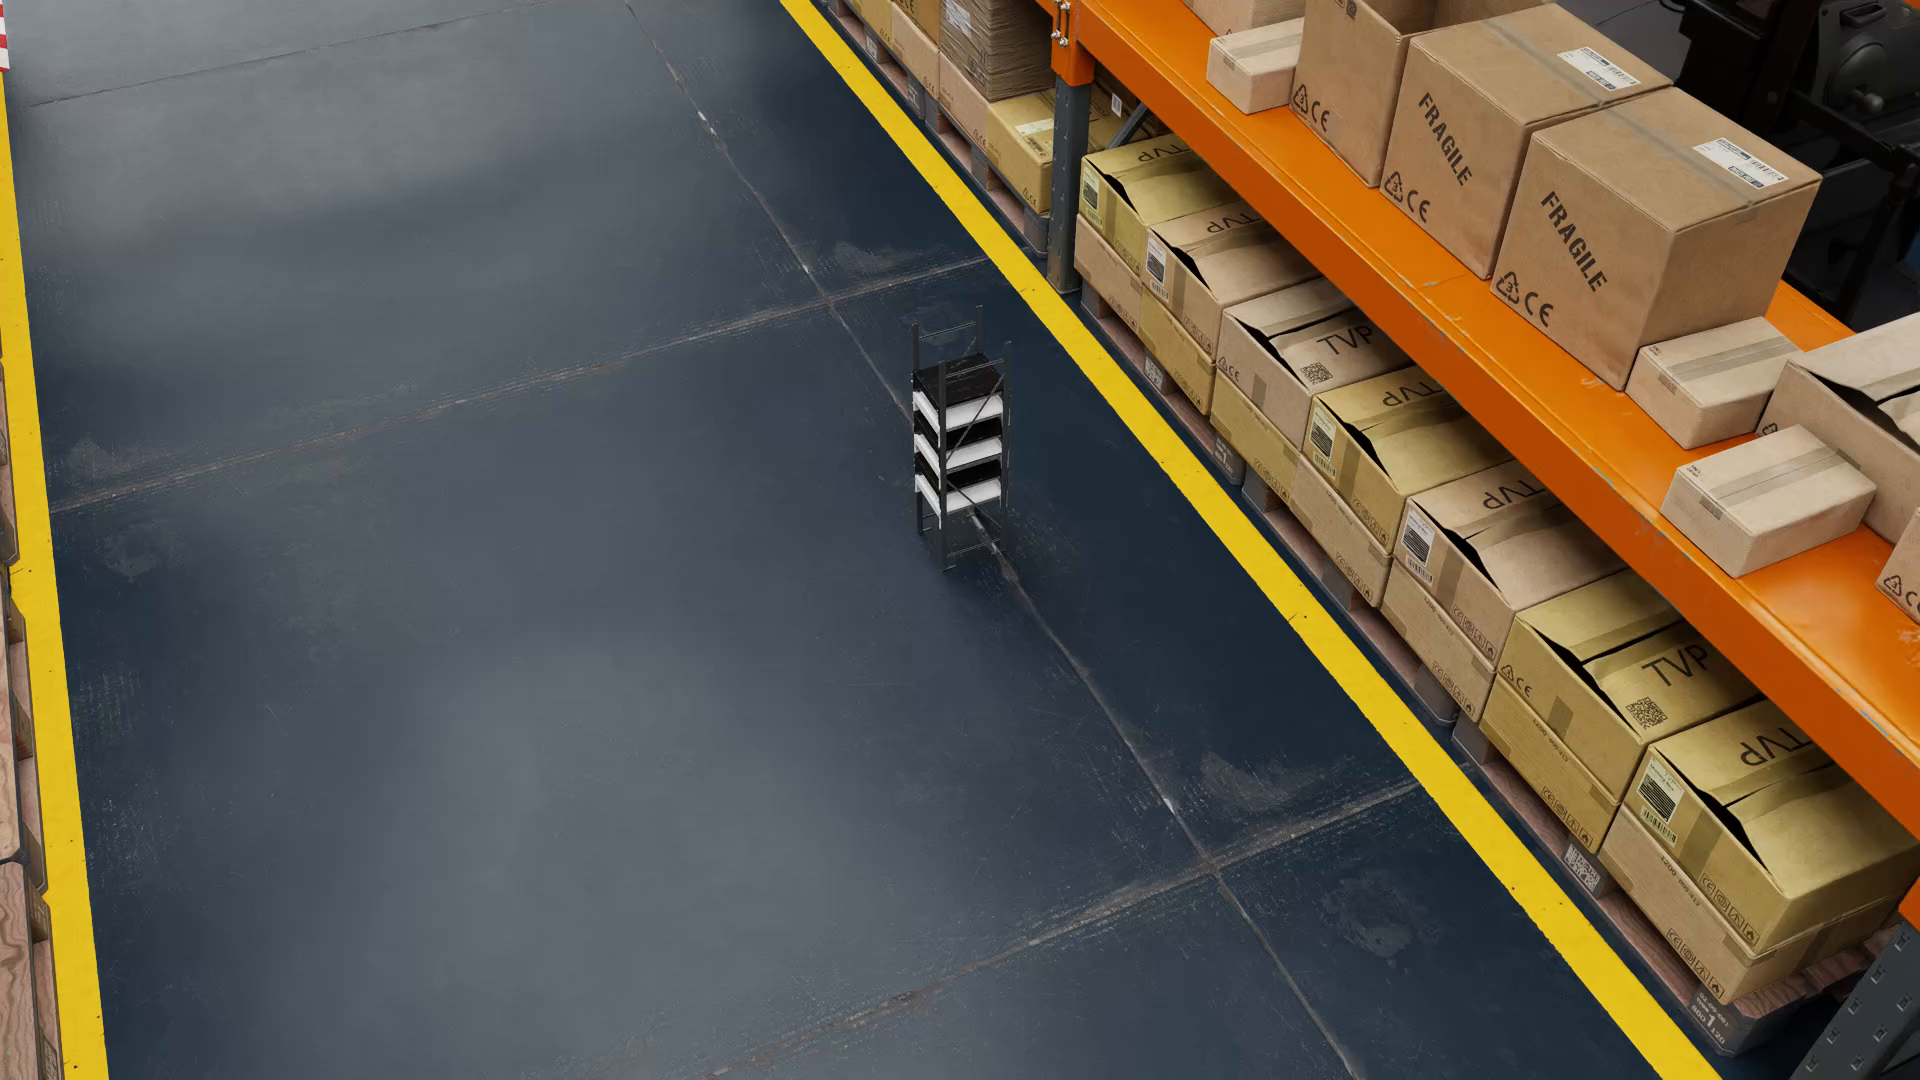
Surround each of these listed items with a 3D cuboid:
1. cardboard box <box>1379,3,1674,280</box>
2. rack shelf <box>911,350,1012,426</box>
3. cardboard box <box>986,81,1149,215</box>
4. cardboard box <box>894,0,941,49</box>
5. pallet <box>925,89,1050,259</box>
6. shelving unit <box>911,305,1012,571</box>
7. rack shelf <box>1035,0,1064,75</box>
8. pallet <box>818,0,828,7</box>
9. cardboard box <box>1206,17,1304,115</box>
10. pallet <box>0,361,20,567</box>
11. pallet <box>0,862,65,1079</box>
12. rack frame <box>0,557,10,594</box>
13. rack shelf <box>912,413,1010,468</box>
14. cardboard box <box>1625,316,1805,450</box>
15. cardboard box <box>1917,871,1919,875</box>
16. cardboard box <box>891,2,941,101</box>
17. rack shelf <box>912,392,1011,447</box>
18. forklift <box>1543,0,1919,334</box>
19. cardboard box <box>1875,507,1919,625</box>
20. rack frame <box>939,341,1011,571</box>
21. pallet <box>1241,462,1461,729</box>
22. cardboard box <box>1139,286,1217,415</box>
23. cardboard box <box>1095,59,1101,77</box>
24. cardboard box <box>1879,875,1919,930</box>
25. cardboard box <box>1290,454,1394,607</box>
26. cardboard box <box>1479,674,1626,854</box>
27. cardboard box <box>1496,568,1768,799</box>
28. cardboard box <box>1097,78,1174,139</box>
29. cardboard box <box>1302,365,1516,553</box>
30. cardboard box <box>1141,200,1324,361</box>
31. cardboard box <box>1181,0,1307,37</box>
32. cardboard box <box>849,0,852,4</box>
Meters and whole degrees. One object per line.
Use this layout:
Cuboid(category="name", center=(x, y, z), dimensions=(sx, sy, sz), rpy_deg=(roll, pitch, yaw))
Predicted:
Cuboid(category="cardboard box", center=(1.574, -1.128, 4.686), dimensions=(0.500, 0.500, 0.500), rpy_deg=(-18, 47, -17))
Cuboid(category="rack shelf", center=(0.003, -0.484, 5.262), dimensions=(0.258, 0.077, 0.200), rpy_deg=(-18, 47, -17))
Cuboid(category="cardboard box", center=(0.441, -1.643, 6.939), dimensions=(0.500, 0.250, 0.500), rpy_deg=(-18, 47, -17))
Cuboid(category="cardboard box", center=(0.027, -2.550, 7.323), dimensions=(0.500, 0.500, 0.500), rpy_deg=(-18, 47, -17))
Cuboid(category="pallet", center=(0.538, -1.768, 7.392), dimensions=(1.003, 0.211, 1.213), rpy_deg=(-18, 47, -17))
Cuboid(category="shelving unit", center=(0.003, -0.315, 5.429), dimensions=(0.258, 0.900, 0.210), rpy_deg=(-18, 47, -17))
Cuboid(category="rack shelf", center=(-0.007, -3.260, 7.431), dimensions=(1.077, 0.370, 4.000), rpy_deg=(-18, 47, -17))
Cuboid(category="pallet", center=(-0.488, -3.323, 8.968), dimensions=(1.003, 0.211, 1.213), rpy_deg=(-18, 47, -17))
Cuboid(category="cardboard box", center=(1.021, -1.527, 5.341), dimensions=(0.380, 0.149, 0.250), rpy_deg=(-18, 47, -17))
Cuboid(category="pallet", center=(-3.906, -0.229, 5.832), dimensions=(1.003, 0.211, 1.213), rpy_deg=(-18, 47, -17))
Cuboid(category="pallet", center=(-2.779, 1.479, 4.101), dimensions=(1.003, 0.211, 1.213), rpy_deg=(-18, 47, -17))
Cuboid(category="rack frame", center=(-3.662, -0.781, 4.406), dimensions=(1.000, 3.000, 0.127), rpy_deg=(-18, 47, -17))
Cuboid(category="rack shelf", center=(0.003, -0.355, 5.389), dimensions=(0.258, 0.077, 0.200), rpy_deg=(-18, 47, -17))
Cuboid(category="cardboard box", center=(1.929, -0.399, 4.198), dimensions=(0.380, 0.149, 0.250), rpy_deg=(-15, 47, -14))
Cuboid(category="cardboard box", center=(2.562, 0.517, 4.350), dimensions=(0.500, 0.311, 0.500), rpy_deg=(-17, 47, -16))
Cuboid(category="cardboard box", center=(0.016, -2.279, 7.583), dimensions=(0.500, 0.250, 0.500), rpy_deg=(-18, 47, -17))
Cuboid(category="rack shelf", center=(0.003, -0.420, 5.326), dimensions=(0.258, 0.077, 0.200), rpy_deg=(-18, 47, -17))
Cuboid(category="forklift", center=(3.194, -1.558, 5.242), dimensions=(1.130, 2.935, 3.031), rpy_deg=(-19, 48, -18))
Cuboid(category="cardboard box", center=(2.403, 0.094, 3.582), dimensions=(0.500, 0.311, 0.500), rpy_deg=(-15, 47, -15))
Cuboid(category="rack frame", center=(0.046, -0.250, 5.363), dimensions=(0.240, 0.900, 0.006), rpy_deg=(-18, 47, -17))
Cuboid(category="pallet", center=(1.696, -0.013, 5.612), dimensions=(1.003, 0.211, 1.213), rpy_deg=(-18, 47, -17))
Cuboid(category="cardboard box", center=(0.993, -0.756, 6.039), dimensions=(0.500, 0.250, 0.500), rpy_deg=(-17, 47, -16))
Cuboid(category="cardboard box", center=(0.706, -2.384, 7.155), dimensions=(0.500, 0.500, 0.500), rpy_deg=(-18, 47, -17))
Cuboid(category="cardboard box", center=(2.562, 0.716, 4.547), dimensions=(0.500, 0.250, 0.500), rpy_deg=(-18, 47, -18))
Cuboid(category="cardboard box", center=(1.426, -0.102, 5.377), dimensions=(0.500, 0.250, 0.500), rpy_deg=(-17, 47, -17))
Cuboid(category="cardboard box", center=(1.854, 0.546, 4.720), dimensions=(0.500, 0.250, 0.500), rpy_deg=(-19, 48, -18))
Cuboid(category="cardboard box", center=(1.848, 0.347, 4.522), dimensions=(0.500, 0.311, 0.500), rpy_deg=(-19, 48, -18))
Cuboid(category="cardboard box", center=(0.914, -1.797, 7.095), dimensions=(0.500, 0.250, 0.500), rpy_deg=(-18, 47, -17))
Cuboid(category="cardboard box", center=(1.429, -0.296, 5.173), dimensions=(0.500, 0.311, 0.500), rpy_deg=(-17, 47, -16))
Cuboid(category="cardboard box", center=(0.988, -0.955, 5.841), dimensions=(0.500, 0.311, 0.500), rpy_deg=(-19, 48, -18))
Cuboid(category="cardboard box", center=(1.081, -1.887, 5.634), dimensions=(0.500, 0.250, 0.500), rpy_deg=(-15, 47, -15))
Cuboid(category="cardboard box", center=(-0.401, -2.918, 8.230), dimensions=(0.500, 0.250, 0.500), rpy_deg=(-18, 47, -17))
